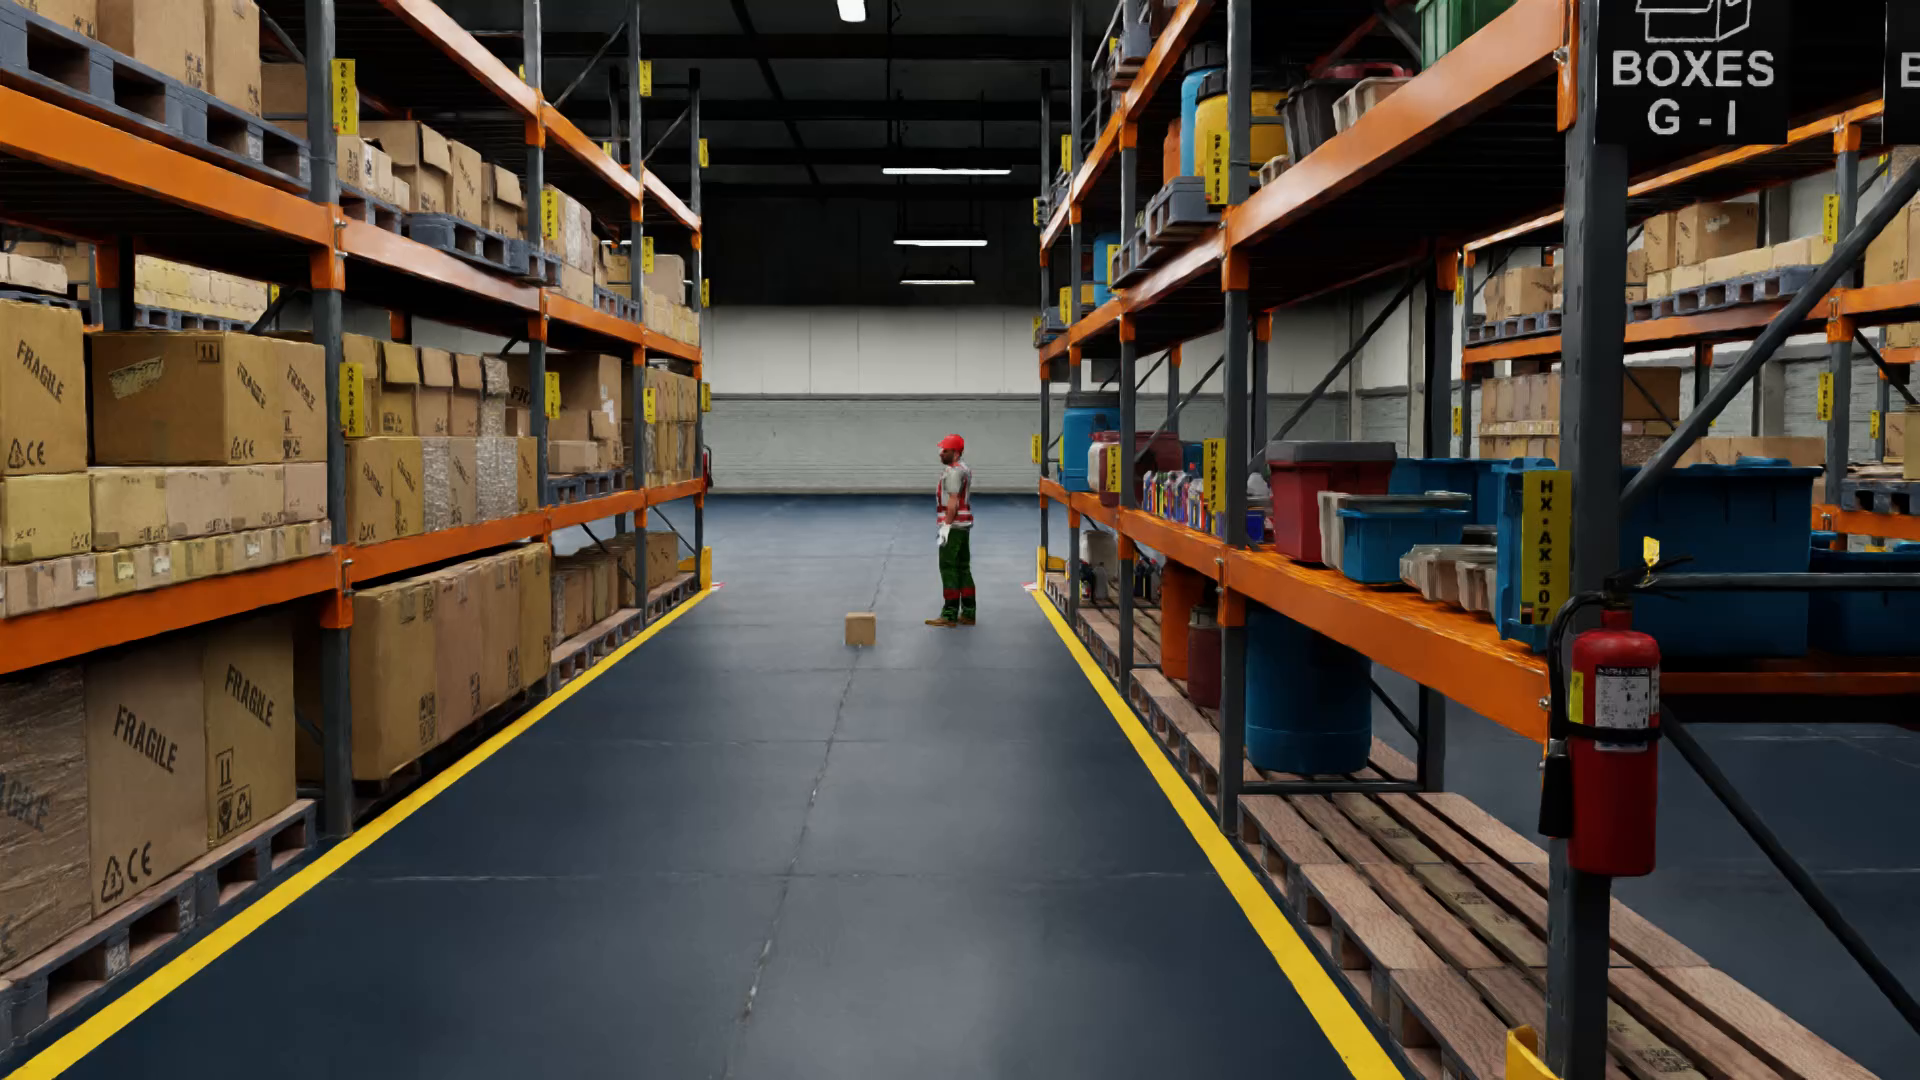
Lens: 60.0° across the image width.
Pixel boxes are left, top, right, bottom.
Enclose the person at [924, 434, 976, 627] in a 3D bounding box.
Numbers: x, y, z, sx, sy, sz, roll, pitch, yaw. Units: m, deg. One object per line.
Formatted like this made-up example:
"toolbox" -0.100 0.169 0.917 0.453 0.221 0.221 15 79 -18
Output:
"person" -0.082 -0.095 15.524 0.420 1.792 0.622 1 4 13
